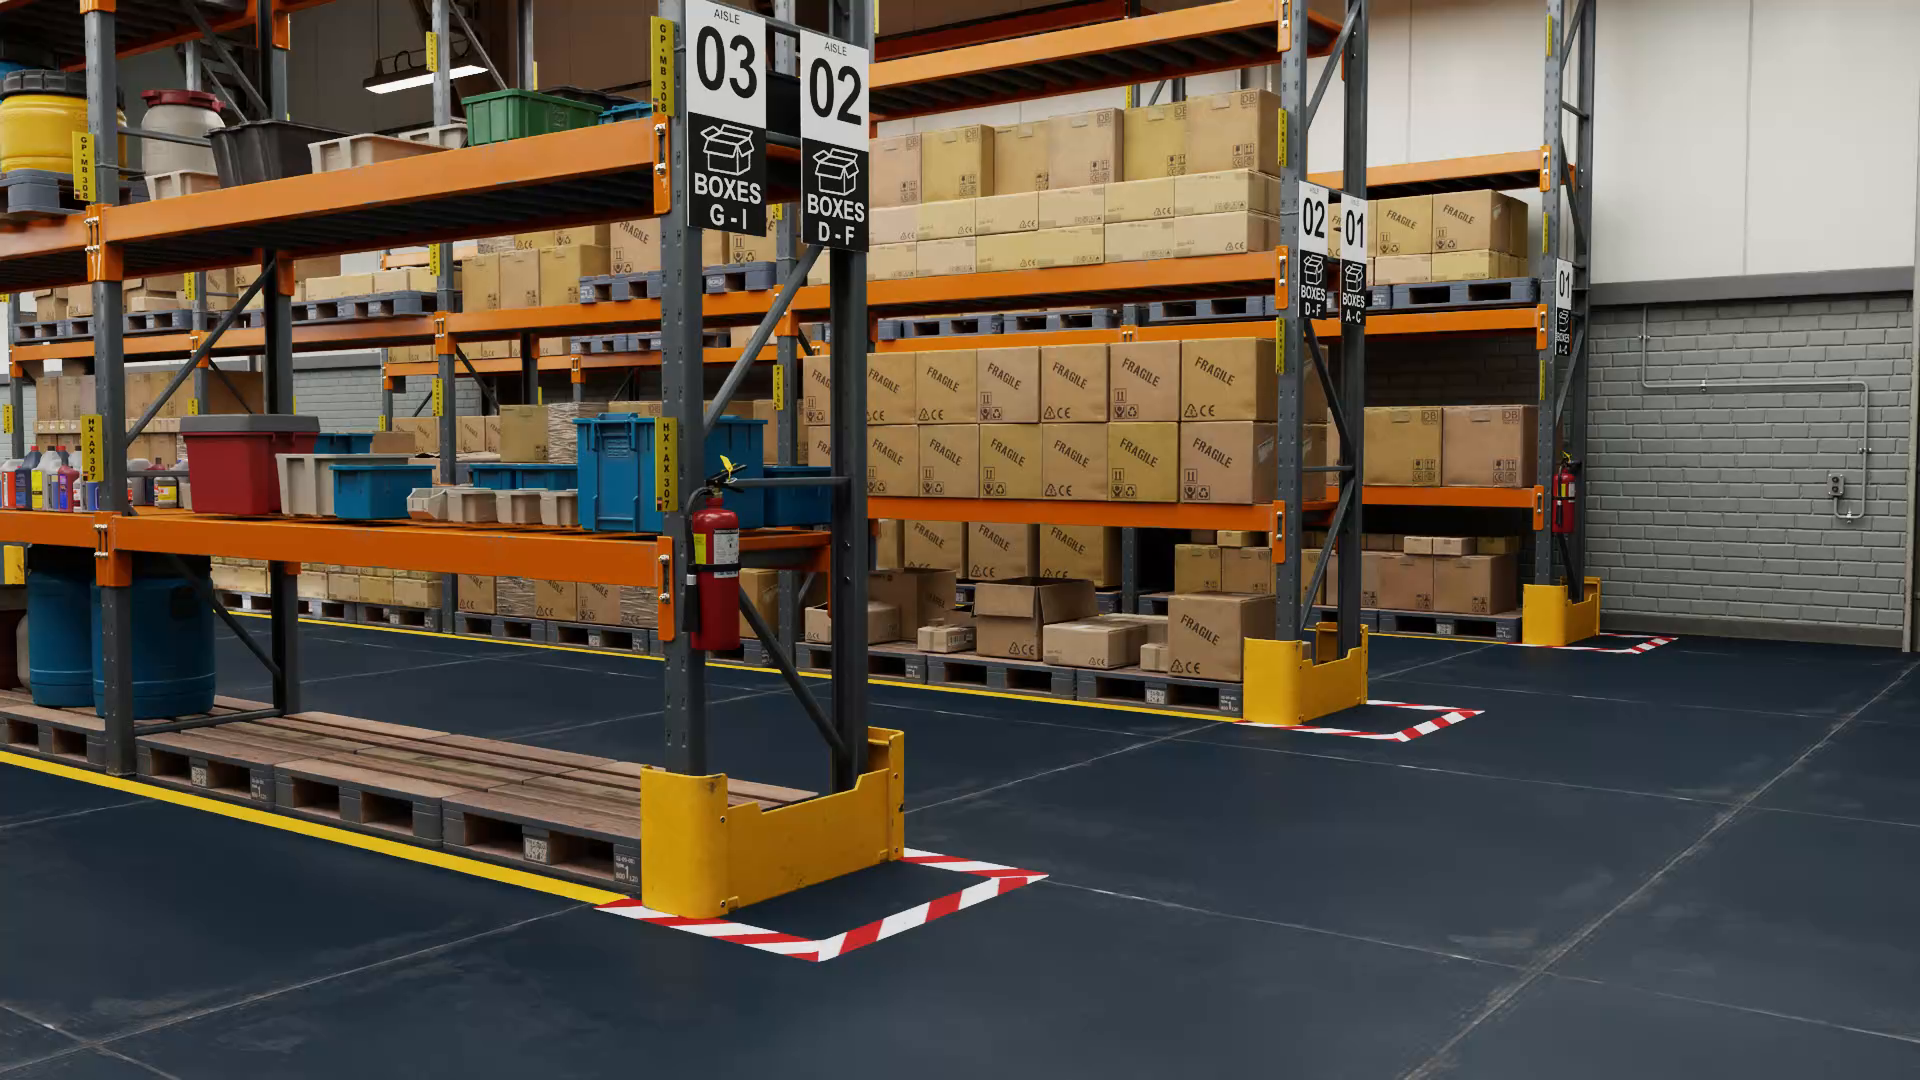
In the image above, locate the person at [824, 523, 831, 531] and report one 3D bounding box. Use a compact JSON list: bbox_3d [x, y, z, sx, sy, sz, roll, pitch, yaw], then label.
[{"bbox_3d":[-1.151,-0.155,16.536,0.580,1.714,1.068,-2,4,-32],"label":"person"}]
